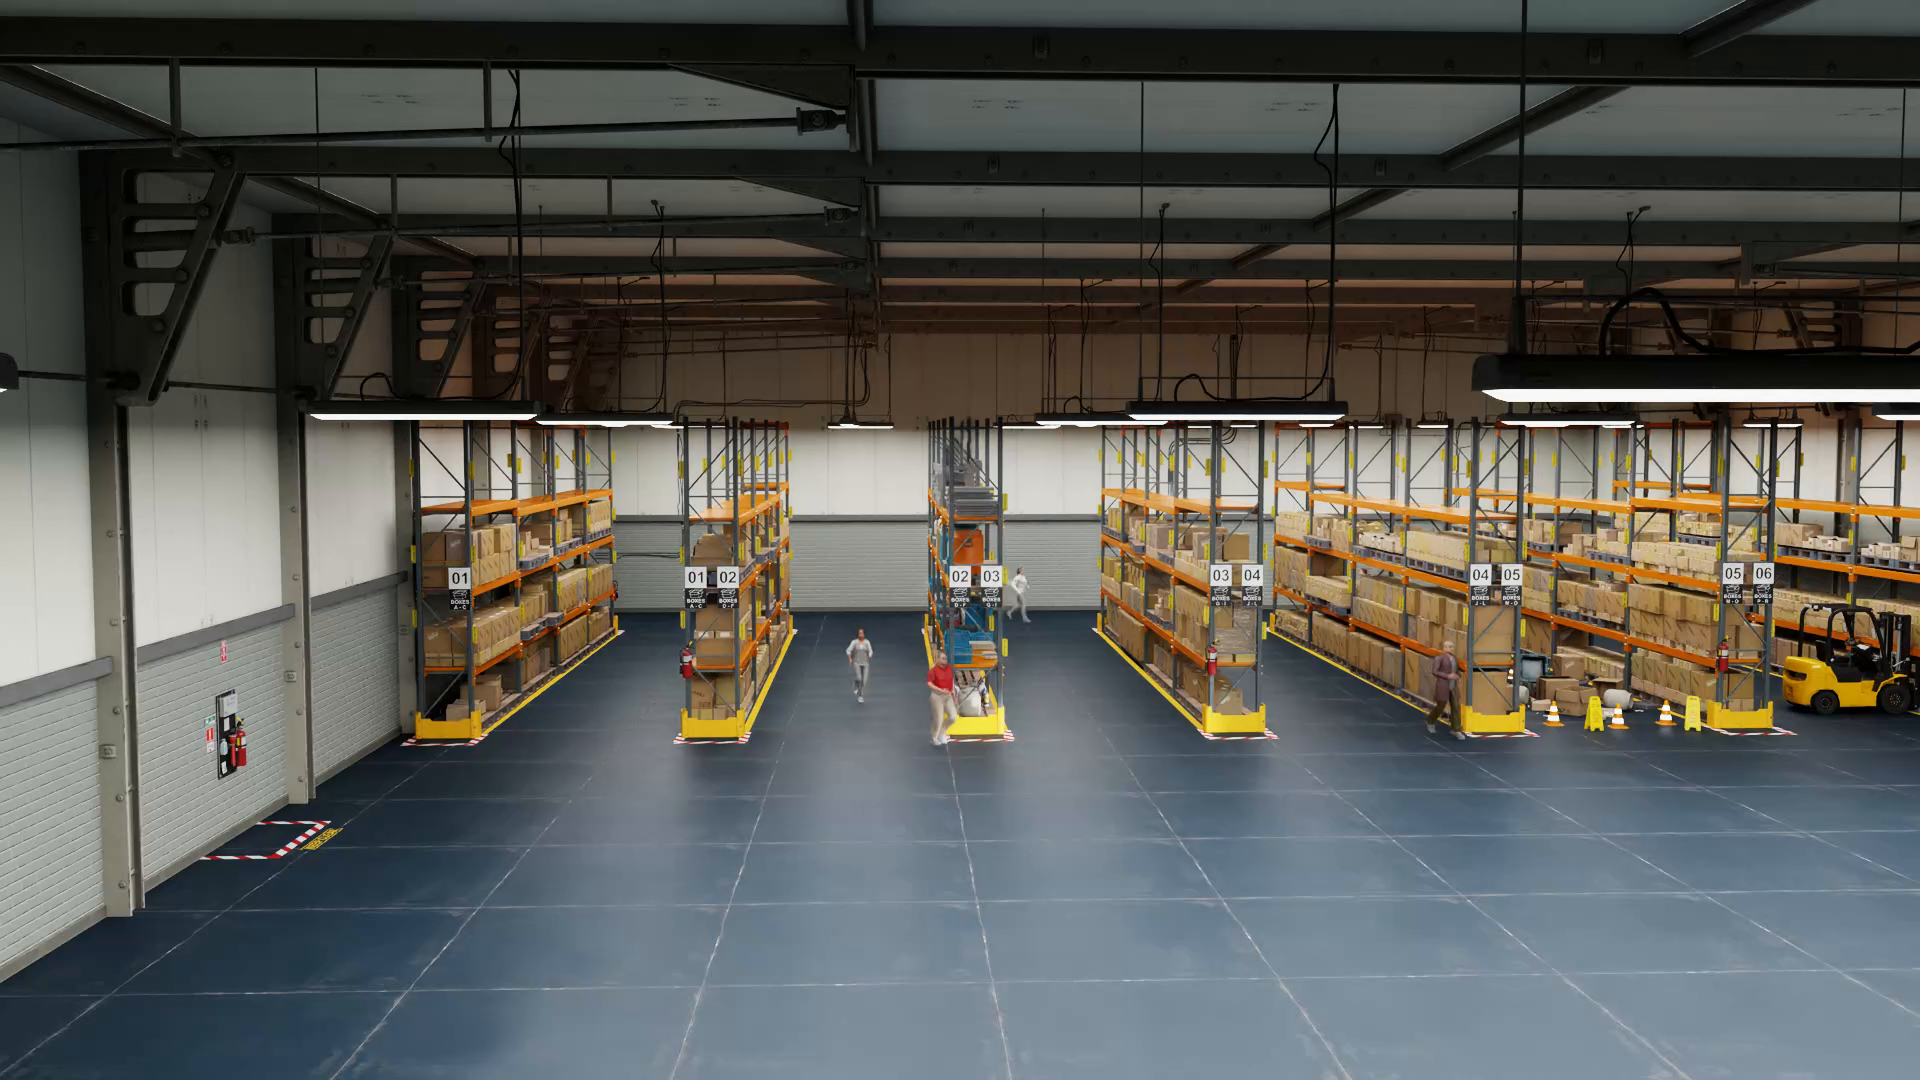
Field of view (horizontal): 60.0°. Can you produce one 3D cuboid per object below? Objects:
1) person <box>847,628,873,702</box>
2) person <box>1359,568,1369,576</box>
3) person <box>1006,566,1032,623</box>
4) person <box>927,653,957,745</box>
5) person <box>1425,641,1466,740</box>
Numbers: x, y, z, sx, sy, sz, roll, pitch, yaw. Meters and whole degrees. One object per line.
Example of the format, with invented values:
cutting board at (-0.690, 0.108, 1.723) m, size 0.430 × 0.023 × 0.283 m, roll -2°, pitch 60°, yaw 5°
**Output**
person at (-2.093, 2.652, 35.088) m, size 0.532 × 1.560 × 0.541 m, roll -1°, pitch 4°, yaw -14°
person at (12.002, 1.670, 49.291) m, size 0.855 × 1.697 × 0.584 m, roll 0°, pitch 4°, yaw 1°
person at (1.775, 1.609, 49.754) m, size 0.839 × 1.694 × 0.436 m, roll 2°, pitch 4°, yaw 25°
person at (-0.282, 2.901, 30.280) m, size 0.690 × 1.707 × 0.623 m, roll -3°, pitch 5°, yaw -38°
person at (9.121, 2.787, 31.192) m, size 0.739 × 1.810 × 0.938 m, roll -2°, pitch 4°, yaw -25°
